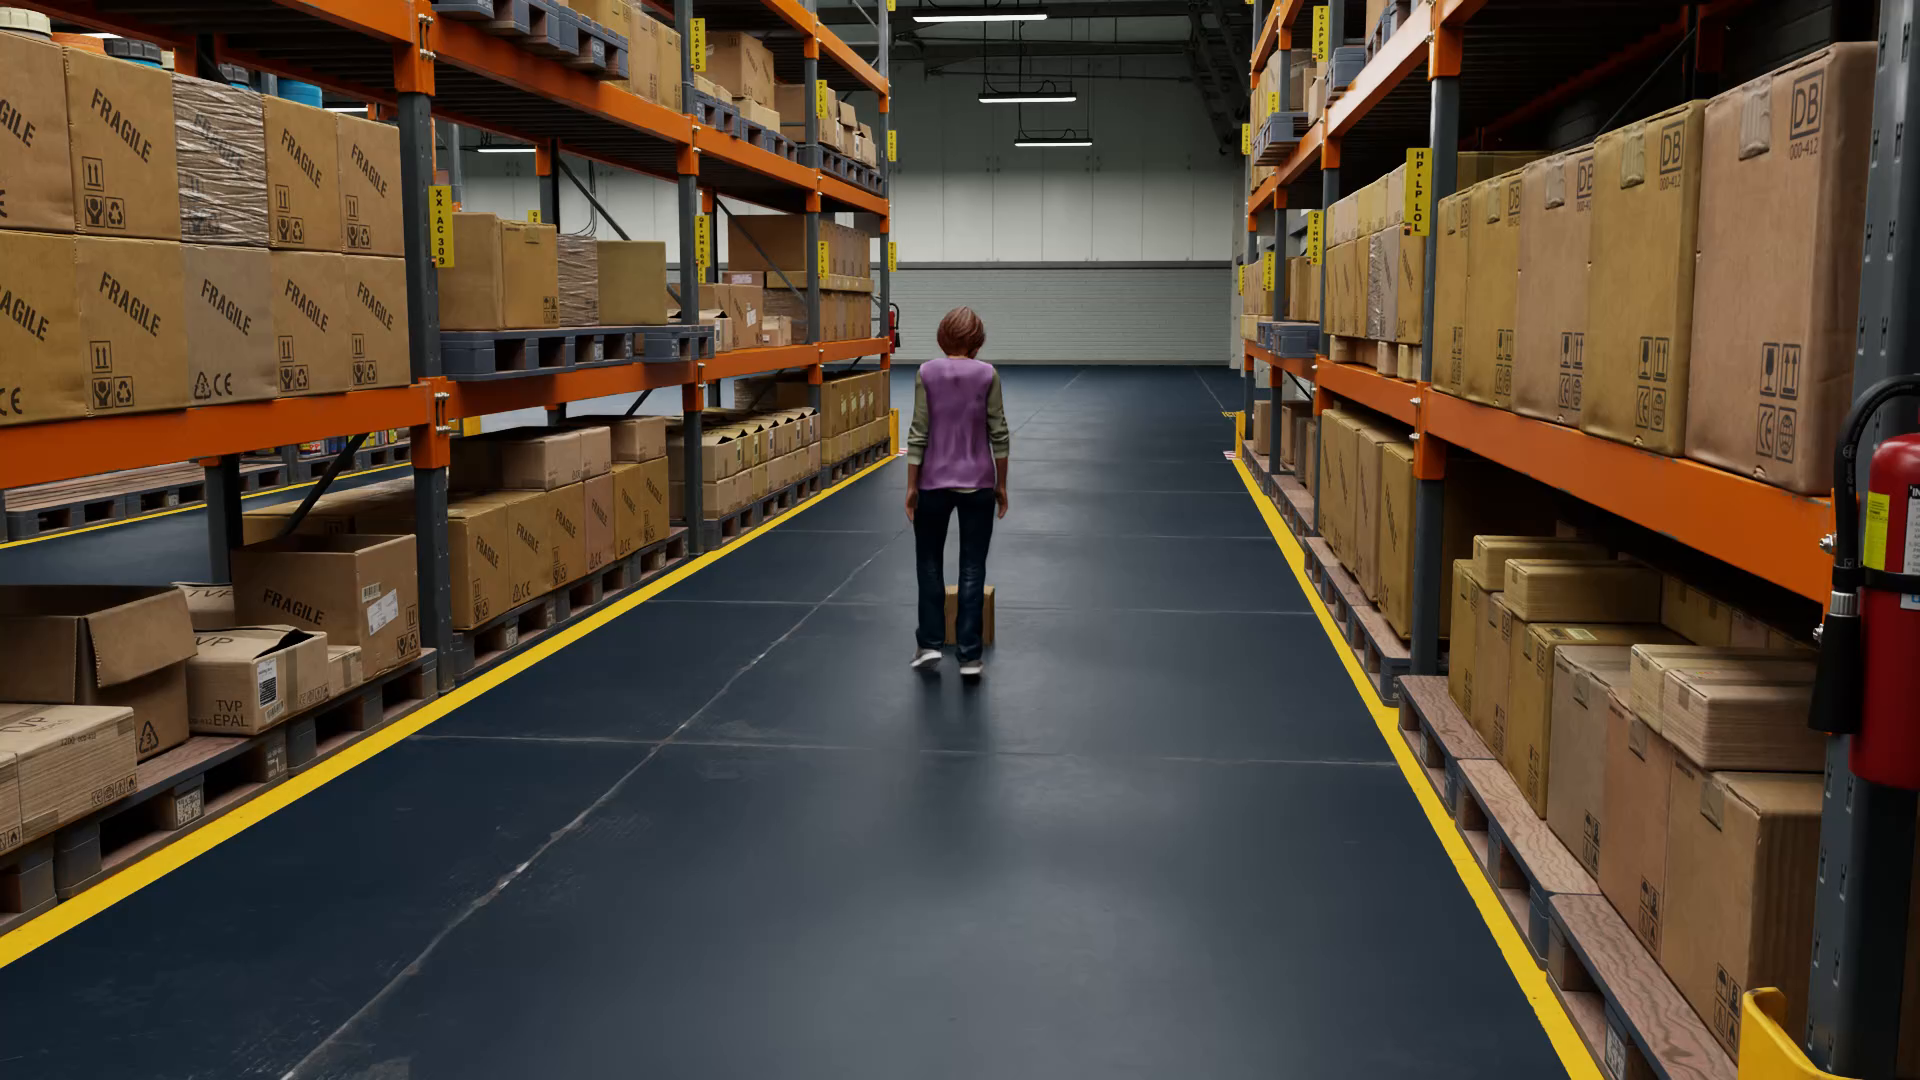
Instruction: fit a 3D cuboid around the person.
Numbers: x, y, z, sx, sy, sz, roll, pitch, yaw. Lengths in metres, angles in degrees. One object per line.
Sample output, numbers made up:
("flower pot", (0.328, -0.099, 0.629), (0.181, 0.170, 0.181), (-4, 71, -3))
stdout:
("person", (-0.010, -0.196, 7.258), (0.450, 1.633, 0.493), (0, 8, 0))
